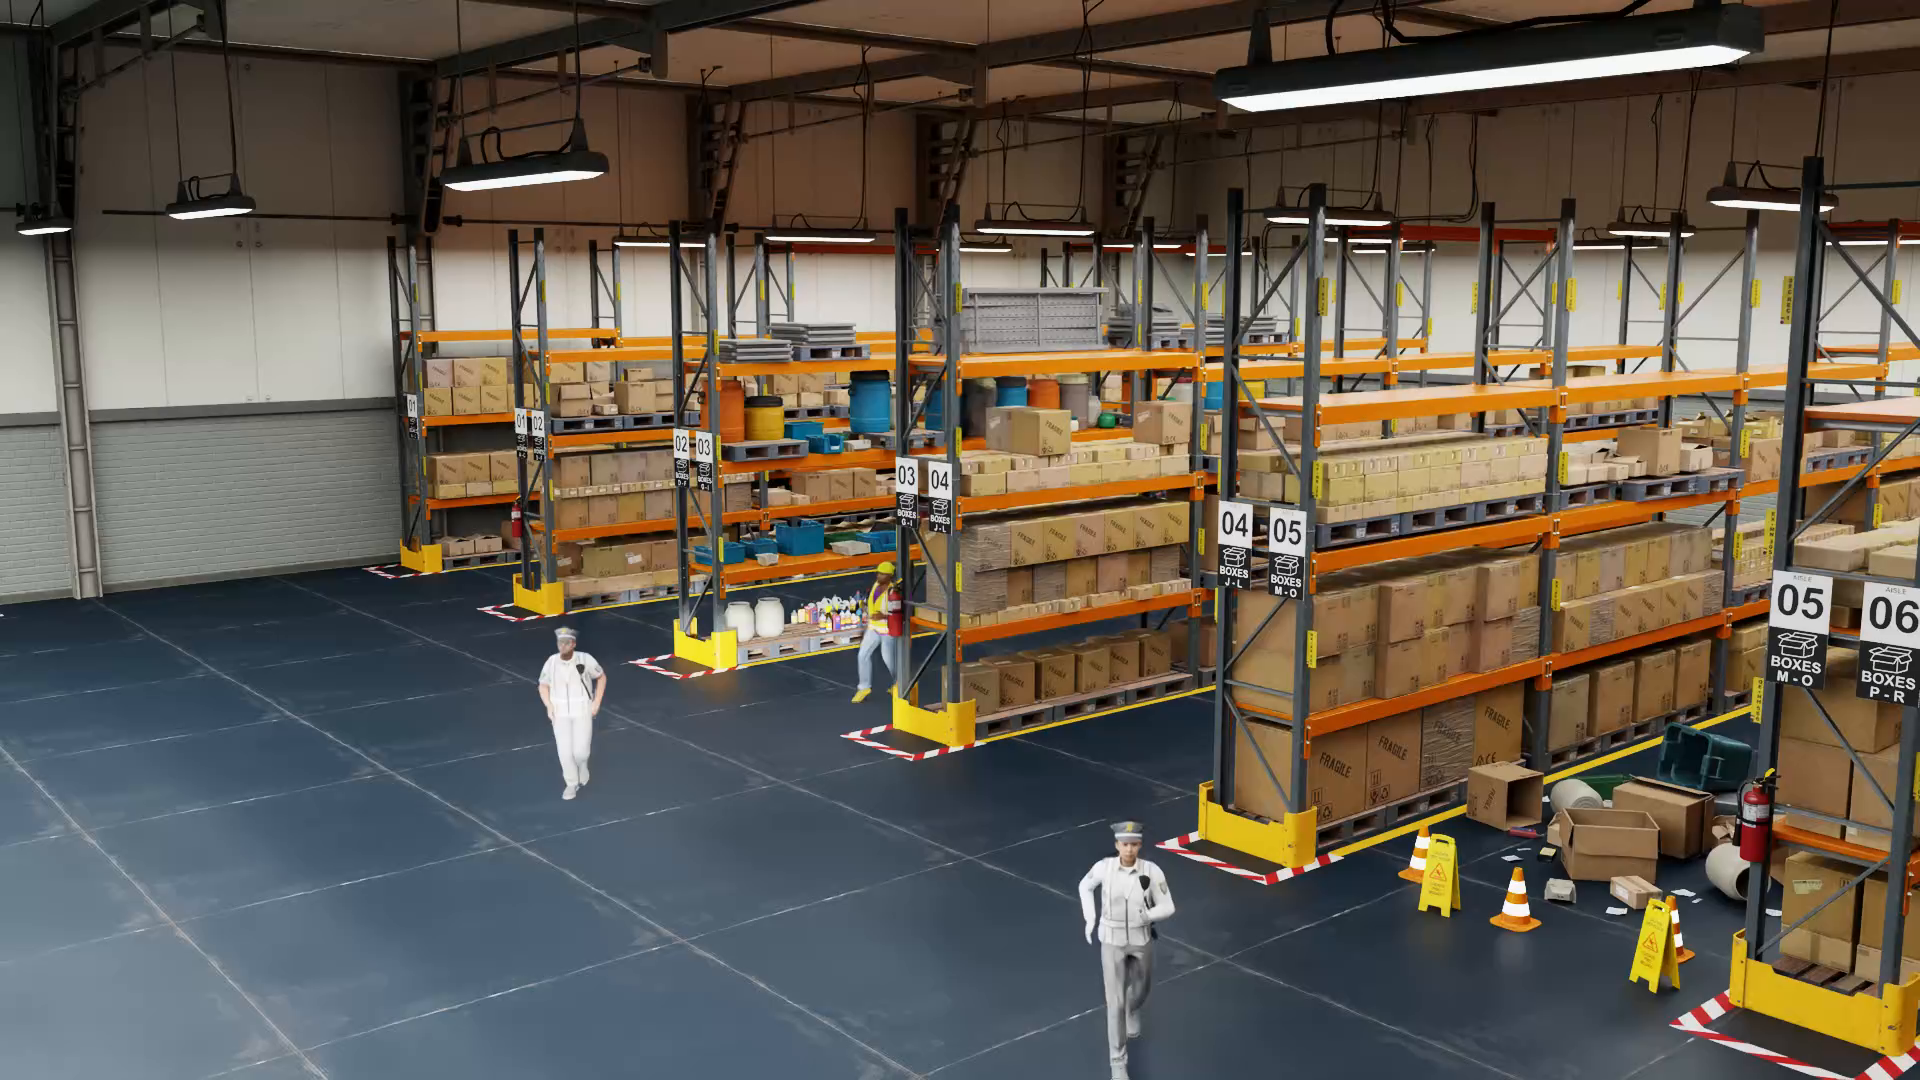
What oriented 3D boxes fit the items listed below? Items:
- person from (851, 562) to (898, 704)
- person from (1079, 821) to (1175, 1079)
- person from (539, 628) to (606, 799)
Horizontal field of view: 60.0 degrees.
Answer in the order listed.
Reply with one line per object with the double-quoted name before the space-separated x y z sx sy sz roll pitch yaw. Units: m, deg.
"person" -0.911 1.146 20.612 0.696 1.804 0.769 7 11 40
"person" 1.098 2.646 10.952 0.612 1.679 0.941 0 9 1
"person" -3.932 1.739 16.844 0.667 1.751 0.545 -1 9 -5
